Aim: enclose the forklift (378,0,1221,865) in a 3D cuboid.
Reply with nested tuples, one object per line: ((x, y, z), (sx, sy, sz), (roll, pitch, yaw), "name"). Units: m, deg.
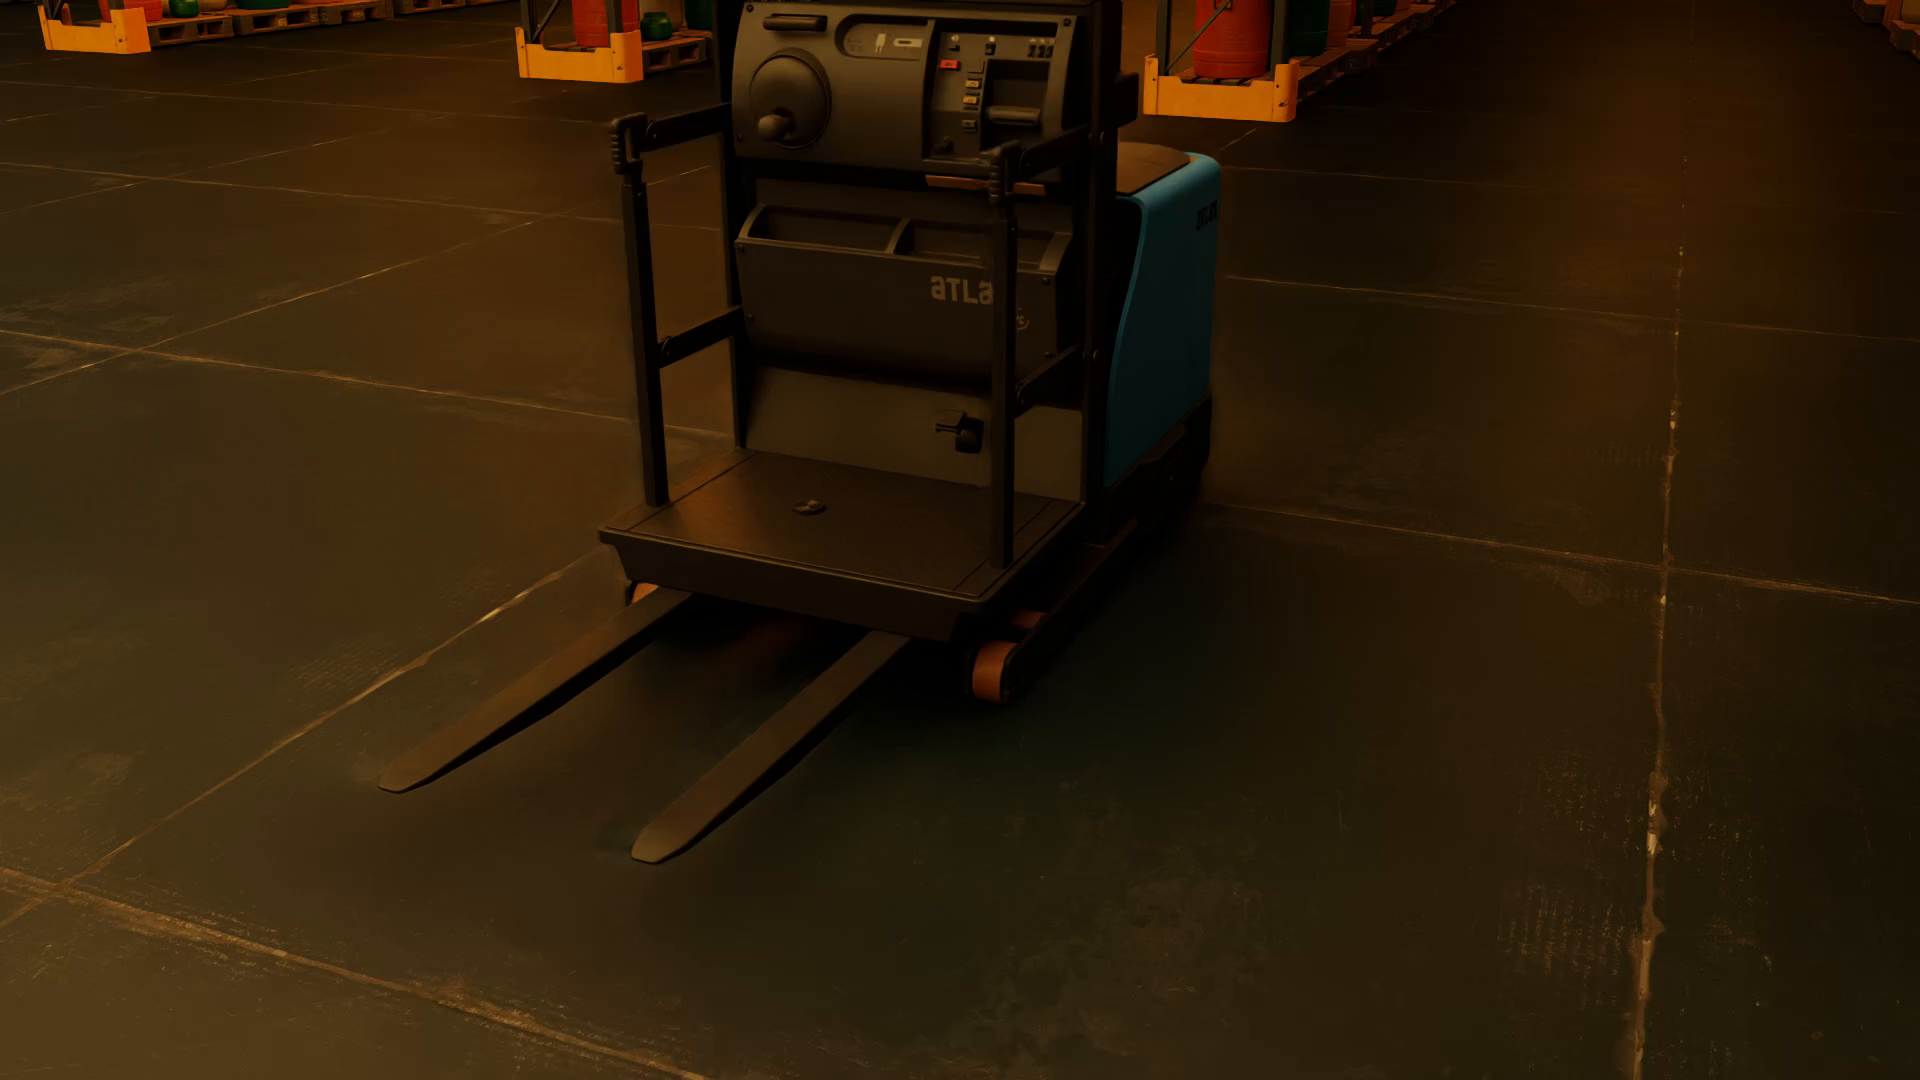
((-0.241, -1.132, 4.000), (1.130, 2.935, 3.031), (10, 25, 22), "forklift")
